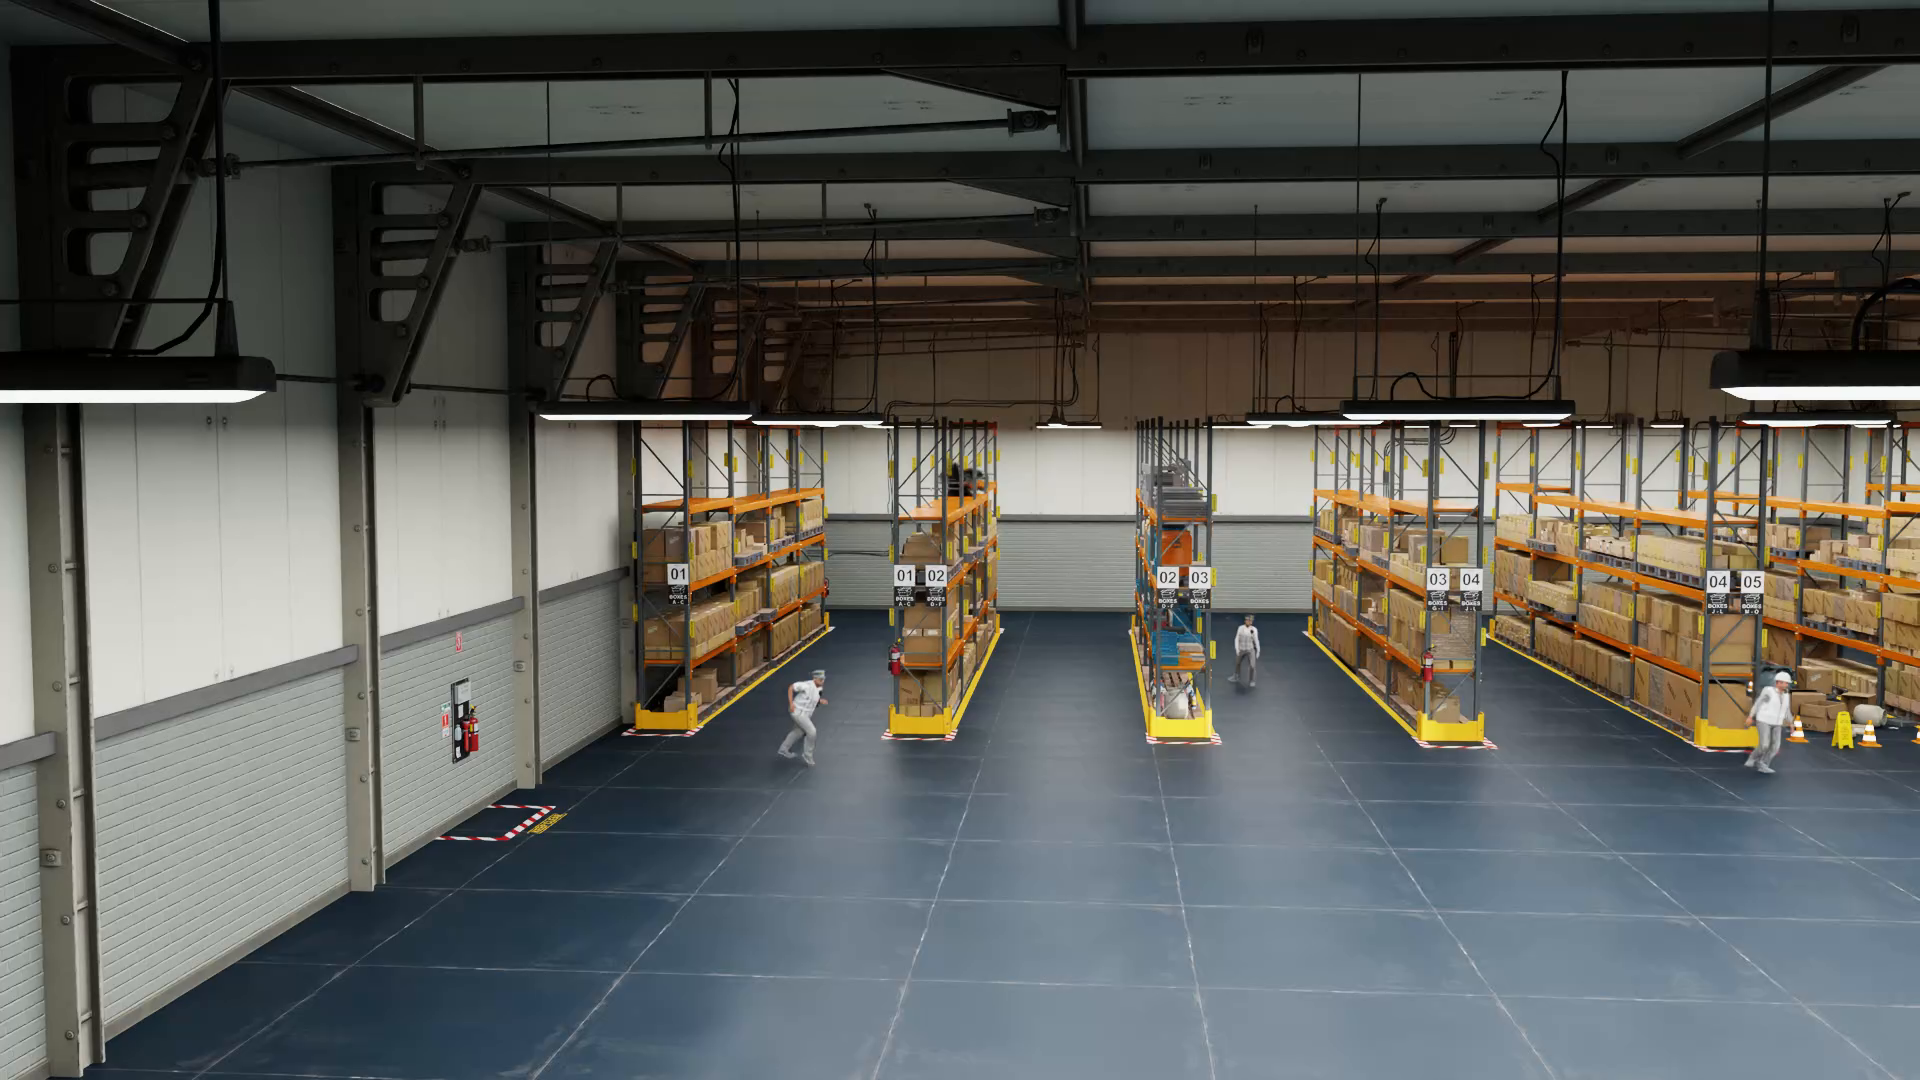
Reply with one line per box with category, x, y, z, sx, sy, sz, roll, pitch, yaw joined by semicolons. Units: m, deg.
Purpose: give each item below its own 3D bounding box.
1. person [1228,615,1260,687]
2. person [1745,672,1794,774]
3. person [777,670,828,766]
person;6.393;2.466;37.553;0.776;1.610;0.707;2;4;22
person;13.542;3.046;27.785;0.678;1.728;0.632;-1;4;-18
person;-2.744;3.069;28.637;1.023;1.708;0.706;2;4;28
